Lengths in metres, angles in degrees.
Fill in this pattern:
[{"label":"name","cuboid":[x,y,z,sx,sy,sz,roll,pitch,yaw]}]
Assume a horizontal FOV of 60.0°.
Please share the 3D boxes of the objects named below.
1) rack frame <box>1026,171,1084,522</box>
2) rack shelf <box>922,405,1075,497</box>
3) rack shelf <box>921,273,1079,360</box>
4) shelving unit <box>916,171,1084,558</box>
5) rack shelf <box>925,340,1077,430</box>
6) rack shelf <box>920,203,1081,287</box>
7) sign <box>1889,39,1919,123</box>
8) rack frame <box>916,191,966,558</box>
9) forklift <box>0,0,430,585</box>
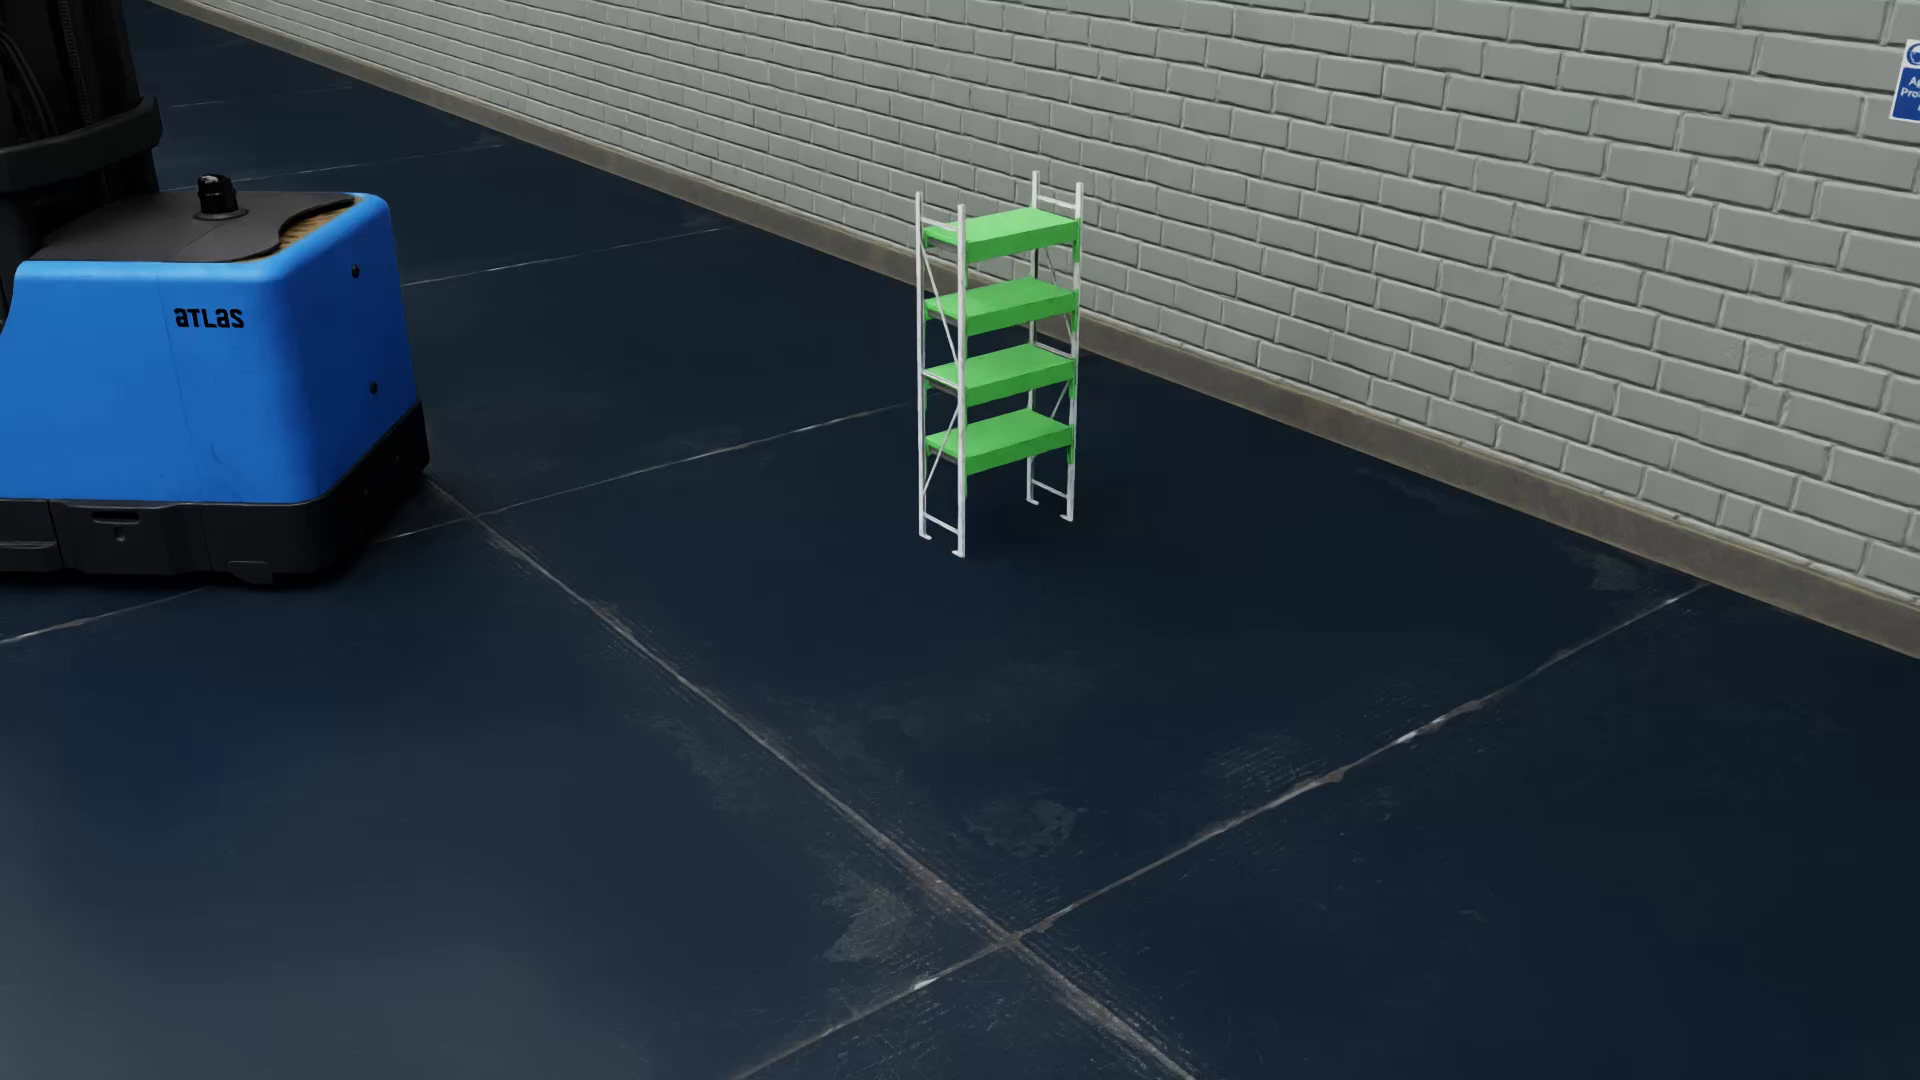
[{"label":"rack frame","cuboid":[0.322,-0.651,5.727,0.015,1.200,0.240,-18,31,-34]},{"label":"rack shelf","cuboid":[0.130,-0.312,5.718,0.480,0.148,0.258,-18,31,-34]},{"label":"rack shelf","cuboid":[0.130,-0.747,5.516,0.480,0.148,0.258,-18,31,-34]},{"label":"shelving unit","cuboid":[0.130,-0.587,5.590,0.503,1.200,0.258,-18,31,-34]},{"label":"rack shelf","cuboid":[0.130,-0.529,5.617,0.480,0.148,0.258,-18,31,-34]},{"label":"rack shelf","cuboid":[0.130,-0.965,5.415,0.480,0.148,0.258,-18,31,-34]},{"label":"sign","cuboid":[2.712,-1.228,4.513,0.001,0.218,0.327,-18,31,-34]},{"label":"rack frame","cuboid":[-0.062,-0.524,5.453,0.015,1.200,0.240,-18,31,-34]},{"label":"forklift","cuboid":[-3.514,-1.407,5.301,3.031,2.935,1.130,1,25,3]}]
